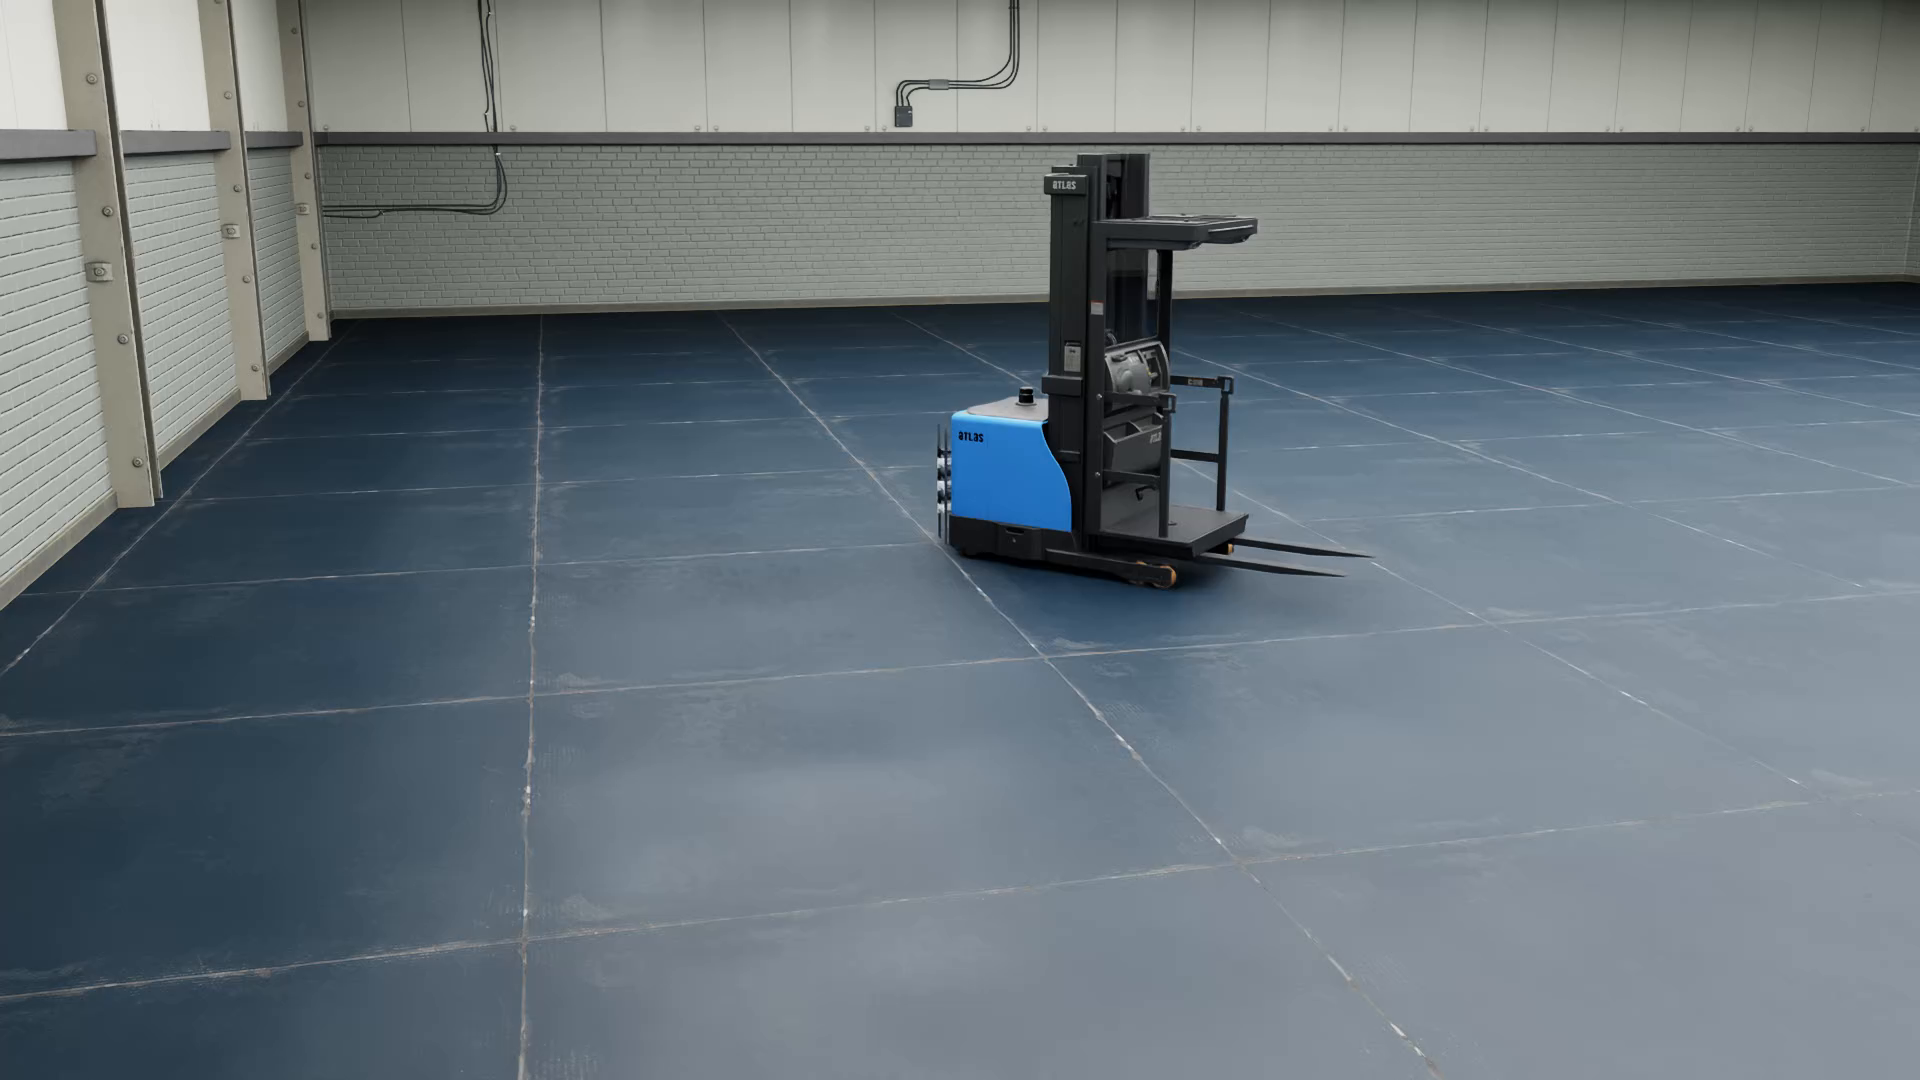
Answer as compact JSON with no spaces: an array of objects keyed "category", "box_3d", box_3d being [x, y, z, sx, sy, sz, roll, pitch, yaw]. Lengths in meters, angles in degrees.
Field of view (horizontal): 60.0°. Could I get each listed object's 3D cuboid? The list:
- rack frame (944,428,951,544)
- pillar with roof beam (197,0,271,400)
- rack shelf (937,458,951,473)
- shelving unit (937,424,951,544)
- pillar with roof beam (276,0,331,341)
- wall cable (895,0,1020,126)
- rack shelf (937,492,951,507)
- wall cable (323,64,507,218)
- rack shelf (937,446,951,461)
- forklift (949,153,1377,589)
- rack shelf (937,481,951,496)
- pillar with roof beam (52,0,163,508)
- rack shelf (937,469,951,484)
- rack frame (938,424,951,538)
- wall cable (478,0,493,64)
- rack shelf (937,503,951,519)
[{"category":"rack frame","box_3d":[-0.001,-0.416,12.732,0.240,0.900,0.006,-4,14,-15]},{"category":"pillar with roof beam","box_3d":[-4.263,-6.319,19.829,9.100,9.000,0.400,-3,14,-13]},{"category":"rack shelf","box_3d":[-0.028,-0.581,12.792,0.258,0.077,0.200,-4,14,-15]},{"category":"shelving unit","box_3d":[-0.028,-0.439,12.827,0.258,0.900,0.210,-4,14,-15]},{"category":"pillar with roof beam","box_3d":[-5.673,-7.703,25.495,9.100,9.000,0.400,-3,14,-13]},{"category":"wall cable","box_3d":[-0.032,-10.394,29.343,2.305,6.003,0.169,-3,14,-13]},{"category":"rack shelf","box_3d":[-0.028,-0.319,12.856,0.258,0.077,0.200,-4,14,-15]},{"category":"wall cable","box_3d":[-9.264,-6.708,27.964,3.097,2.526,0.112,-3,14,-13]},{"category":"rack shelf","box_3d":[-0.028,-0.669,12.771,0.258,0.077,0.200,-4,14,-15]},{"category":"forklift","box_3d":[1.441,-1.226,11.771,3.031,2.935,1.130,8,16,31]},{"category":"rack shelf","box_3d":[-0.028,-0.406,12.835,0.258,0.077,0.200,-4,14,-15]},{"category":"pillar with roof beam","box_3d":[-2.854,-4.934,14.164,9.100,9.000,0.400,-3,14,-13]},{"category":"rack shelf","box_3d":[-0.028,-0.494,12.814,0.258,0.077,0.200,-4,14,-15]},{"category":"rack frame","box_3d":[-0.055,-0.462,12.922,0.240,0.900,0.006,-4,14,-15]},{"category":"wall cable","box_3d":[-6.634,-9.312,27.982,3.097,2.526,0.112,-3,14,-13]},{"category":"rack shelf","box_3d":[-0.028,-0.232,12.878,0.258,0.077,0.200,-4,14,-15]}]
